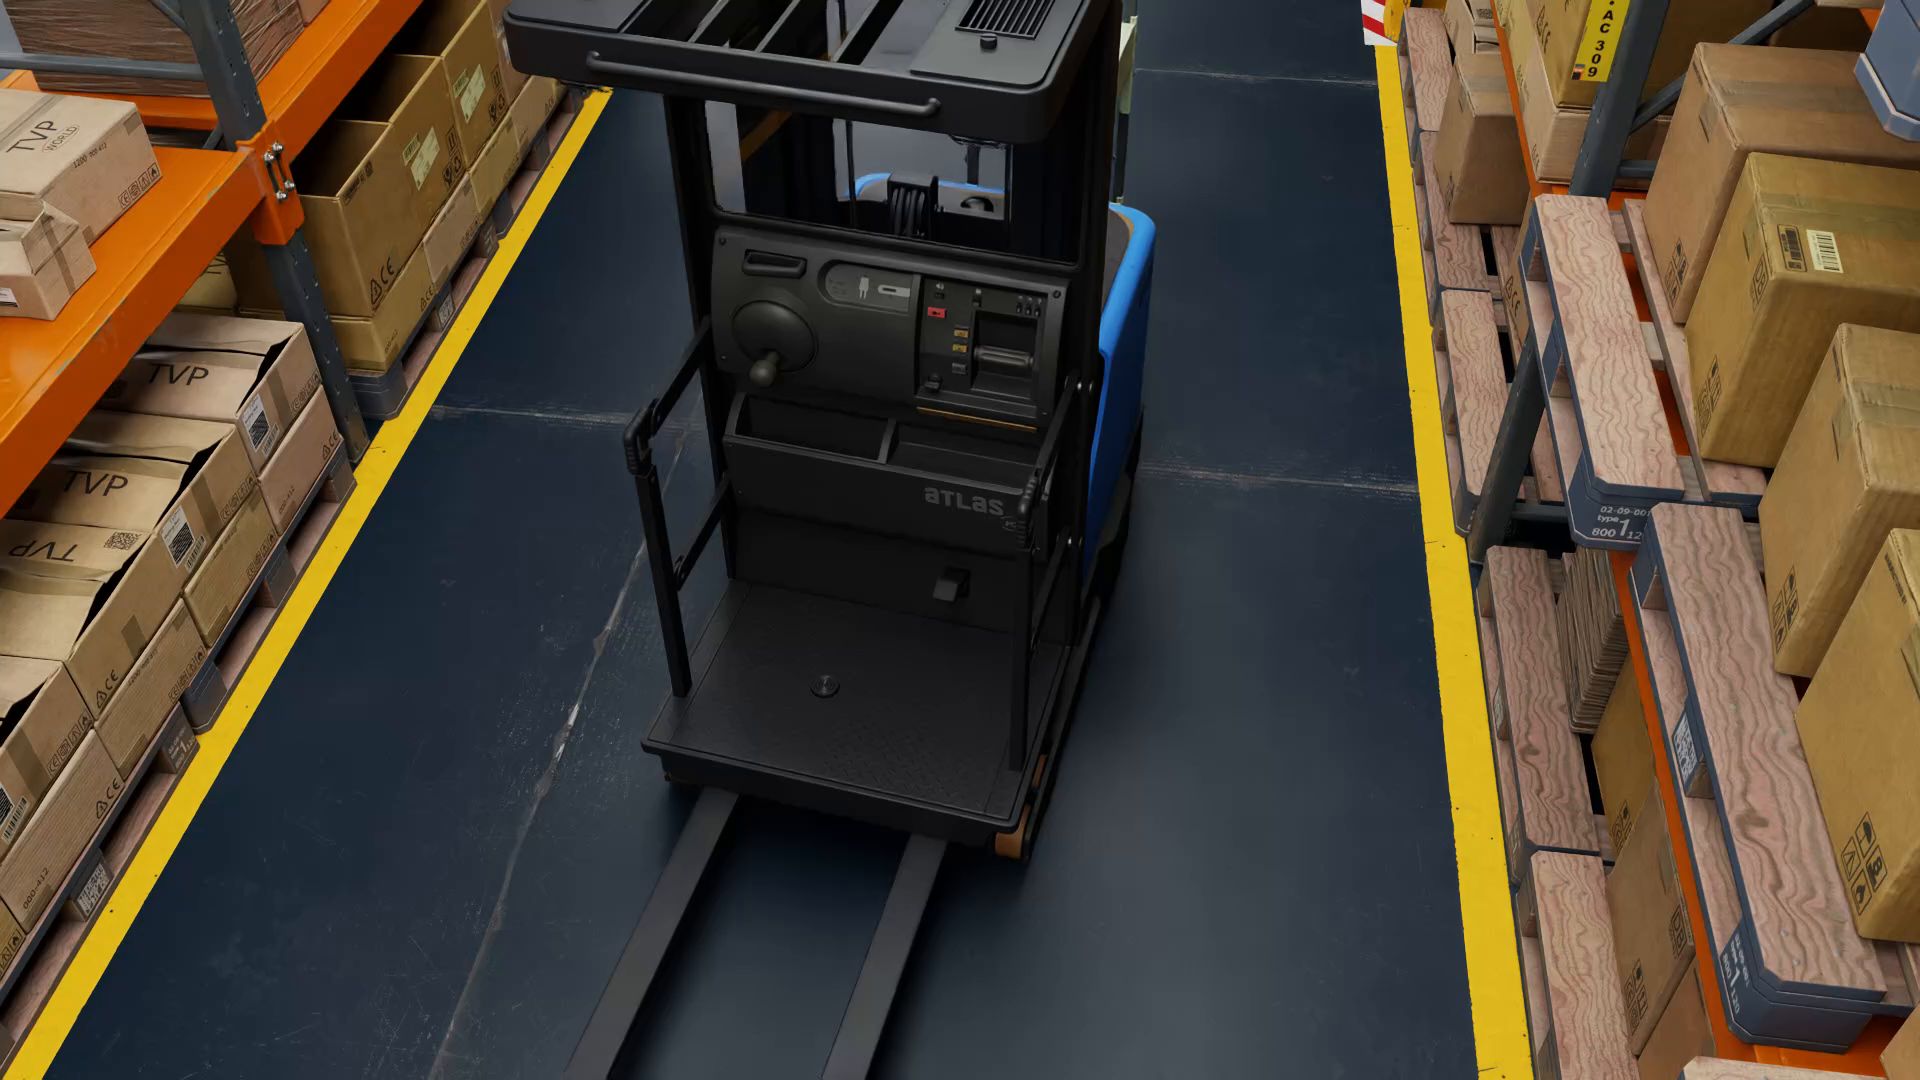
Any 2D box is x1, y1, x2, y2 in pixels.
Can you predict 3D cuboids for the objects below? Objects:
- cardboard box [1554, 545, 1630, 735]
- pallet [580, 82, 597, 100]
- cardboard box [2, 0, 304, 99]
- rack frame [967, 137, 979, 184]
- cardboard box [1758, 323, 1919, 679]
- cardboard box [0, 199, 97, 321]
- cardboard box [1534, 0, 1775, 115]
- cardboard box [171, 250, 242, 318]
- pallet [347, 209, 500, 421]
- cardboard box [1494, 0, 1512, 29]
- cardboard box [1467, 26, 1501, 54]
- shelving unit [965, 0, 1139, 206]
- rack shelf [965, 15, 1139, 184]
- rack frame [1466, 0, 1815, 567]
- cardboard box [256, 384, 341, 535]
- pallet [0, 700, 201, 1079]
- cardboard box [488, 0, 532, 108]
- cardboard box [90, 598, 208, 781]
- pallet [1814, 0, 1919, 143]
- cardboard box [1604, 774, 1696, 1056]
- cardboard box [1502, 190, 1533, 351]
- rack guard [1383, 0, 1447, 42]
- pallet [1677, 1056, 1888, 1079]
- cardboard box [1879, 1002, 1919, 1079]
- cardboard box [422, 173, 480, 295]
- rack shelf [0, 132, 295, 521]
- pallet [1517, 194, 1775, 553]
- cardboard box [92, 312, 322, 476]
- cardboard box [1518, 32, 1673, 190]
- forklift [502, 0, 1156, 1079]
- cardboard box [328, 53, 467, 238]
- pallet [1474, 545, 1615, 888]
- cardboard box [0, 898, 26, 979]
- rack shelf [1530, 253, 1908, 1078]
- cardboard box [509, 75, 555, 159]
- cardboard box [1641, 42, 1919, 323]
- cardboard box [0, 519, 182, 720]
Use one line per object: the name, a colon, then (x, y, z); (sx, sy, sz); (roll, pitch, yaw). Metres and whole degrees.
cardboard box: (2.157, 0.251, 4.801); (0.700, 0.500, 0.500); (7, 44, 7)
pallet: (-2.203, -2.636, 8.380); (1.003, 0.211, 1.213); (5, 44, 6)
cardboard box: (-2.620, -1.787, 5.383); (0.700, 0.500, 0.500); (4, 44, 4)
rack frame: (0.220, -0.949, 5.661); (0.400, 1.500, 0.023); (11, 45, 11)
cardboard box: (2.000, -0.020, 3.197); (0.700, 0.500, 0.500); (11, 45, 11)
cardboard box: (-2.607, -0.783, 4.493); (0.396, 0.266, 0.258); (4, 44, 4)
cardboard box: (1.994, -1.575, 4.781); (0.500, 0.500, 0.500); (5, 44, 5)
cardboard box: (-2.828, -0.937, 6.253); (0.500, 0.250, 0.500); (5, 44, 6)
pallet: (-2.526, -0.973, 6.624); (1.003, 0.211, 1.213); (5, 44, 6)
cardboard box: (2.125, -1.986, 5.760); (0.500, 0.250, 0.500); (5, 44, 5)
cardboard box: (2.511, -2.057, 7.377); (0.500, 0.311, 0.500); (9, 44, 9)
shelving unit: (0.318, -1.191, 5.917); (0.431, 1.500, 0.755); (11, 45, 11)
rack shelf: (0.318, -1.474, 5.649); (0.431, 0.370, 0.720); (11, 45, 11)
rack frame: (2.238, -1.000, 4.624); (1.000, 3.000, 0.127); (5, 44, 6)
cardboard box: (-2.440, -0.292, 5.572); (0.500, 0.250, 0.500); (5, 44, 5)
pallet: (-2.890, 0.905, 4.641); (1.003, 0.211, 1.213); (5, 44, 6)
cardboard box: (-2.105, -2.184, 7.024); (0.500, 0.500, 0.500); (5, 44, 6)
cardboard box: (-2.576, 0.401, 4.839); (0.500, 0.250, 0.500); (6, 44, 6)
pallet: (1.917, -0.902, 2.476); (1.213, 0.211, 1.003); (5, 44, 6)
cardboard box: (2.031, 0.952, 4.061); (0.700, 0.500, 0.500); (6, 44, 6)
cardboard box: (2.336, -0.963, 6.083); (0.500, 0.500, 0.500); (2, 43, 2)
rack guard: (2.757, -2.766, 8.308); (1.175, 0.500, 0.348); (5, 44, 6)
pallet: (1.698, 1.301, 2.334); (1.213, 0.211, 1.003); (5, 44, 6)
cardboard box: (1.808, 0.826, 2.303); (0.700, 0.500, 0.500); (1, 43, 2)
cardboard box: (-2.240, -1.230, 6.562); (0.500, 0.250, 0.500); (5, 44, 6)
rack shelf: (-2.937, 0.177, 3.905); (1.077, 0.370, 4.000); (5, 44, 6)
pallet: (1.993, -0.422, 4.154); (1.003, 0.211, 1.213); (5, 44, 6)
cardboard box: (-2.442, -0.503, 5.386); (0.500, 0.311, 0.500); (5, 44, 6)
cardboard box: (2.000, -1.303, 5.039); (0.500, 0.250, 0.500); (5, 44, 6)
forklift: (-0.248, -0.454, 4.098); (1.130, 2.935, 3.031); (11, 45, 11)
cardboard box: (-2.243, -1.503, 6.304); (0.500, 0.500, 0.500); (5, 44, 6)
pallet: (2.137, 0.544, 5.022); (1.003, 0.211, 1.213); (5, 44, 6)
cardboard box: (-2.713, 1.097, 4.104); (0.500, 0.250, 0.500); (4, 44, 4)
rack shelf: (1.974, 0.625, 3.432); (1.077, 0.370, 4.000); (5, 44, 6)
cardboard box: (-2.108, -1.912, 7.282); (0.500, 0.250, 0.500); (5, 44, 6)
cardboard box: (2.137, -0.852, 4.075); (0.700, 0.500, 0.500); (5, 44, 6)
cardboard box: (-2.573, 0.192, 4.652); (0.500, 0.311, 0.500); (5, 44, 5)
